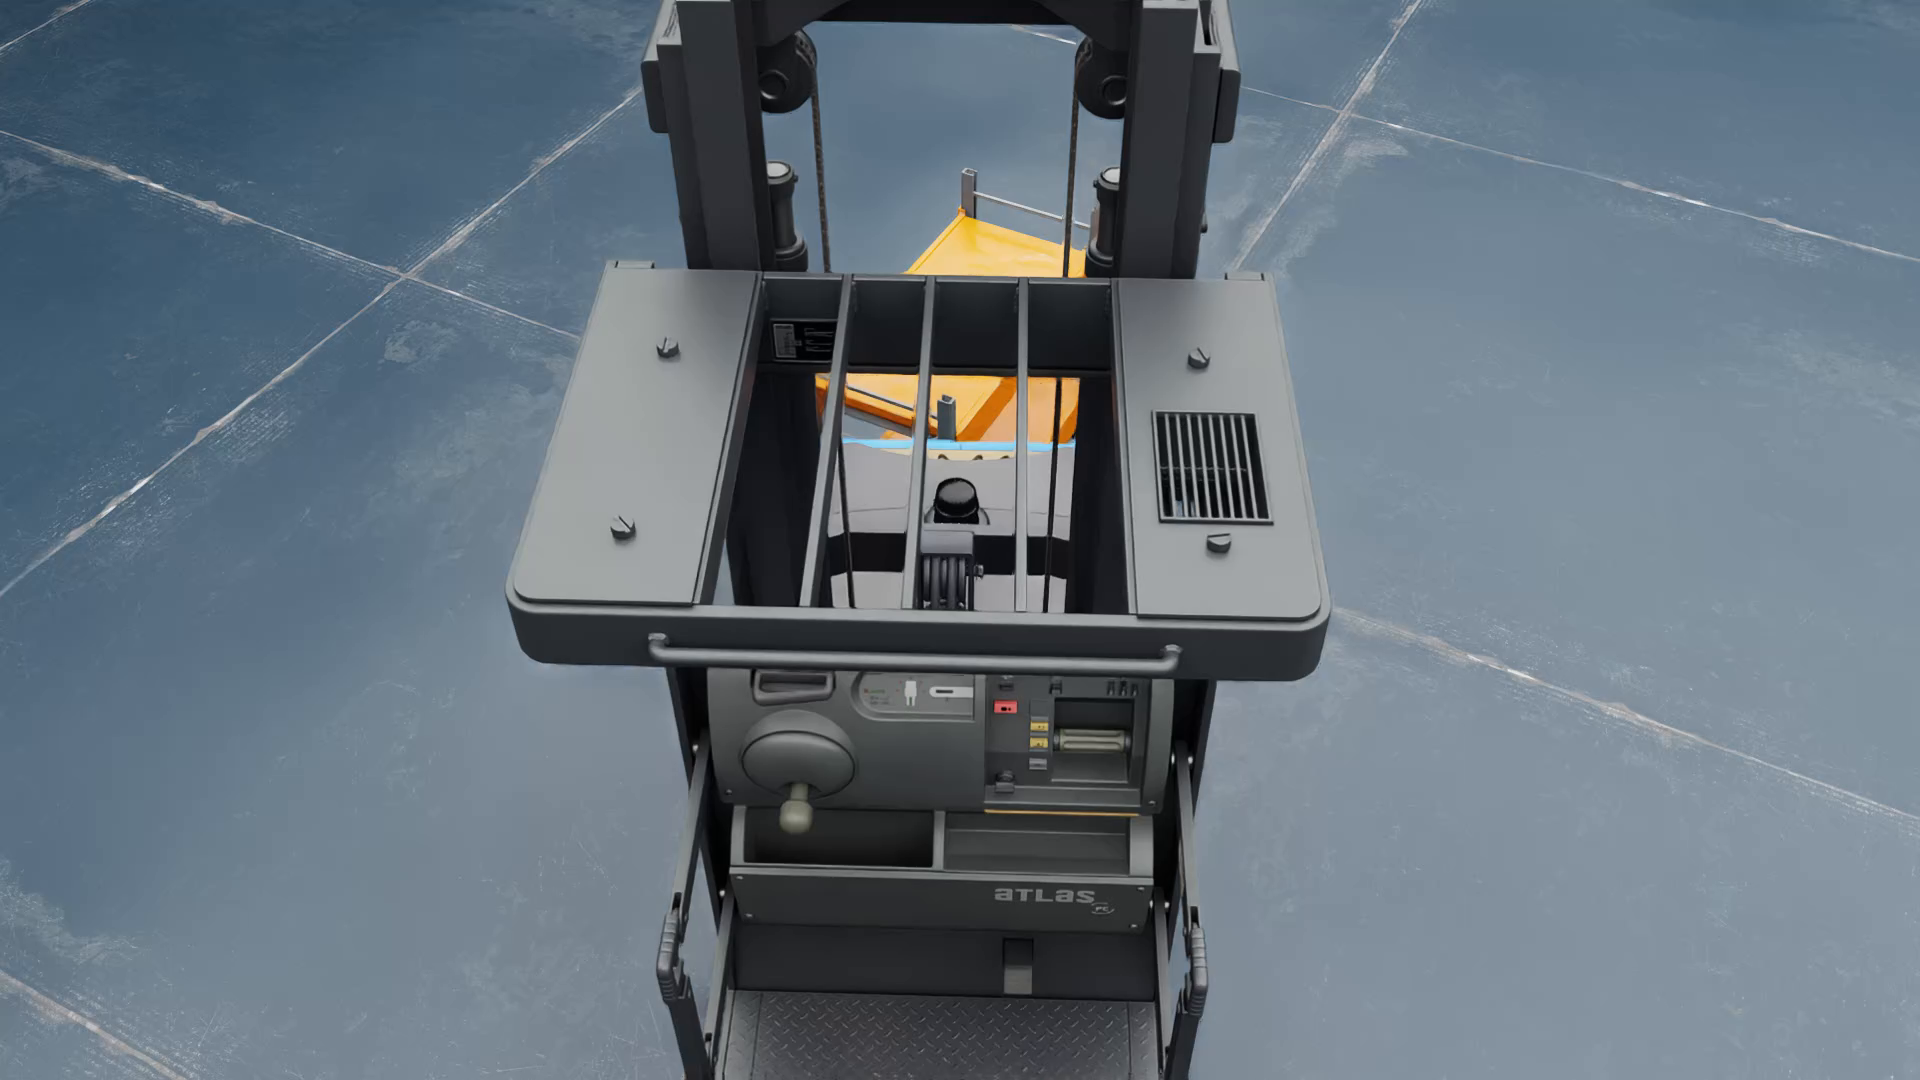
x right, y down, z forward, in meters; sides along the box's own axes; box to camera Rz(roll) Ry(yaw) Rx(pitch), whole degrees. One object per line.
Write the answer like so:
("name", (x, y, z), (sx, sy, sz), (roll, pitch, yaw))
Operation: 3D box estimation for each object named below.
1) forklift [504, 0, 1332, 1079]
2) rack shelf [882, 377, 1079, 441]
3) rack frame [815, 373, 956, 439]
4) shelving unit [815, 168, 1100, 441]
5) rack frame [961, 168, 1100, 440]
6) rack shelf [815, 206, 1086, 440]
("forklift", (-0.044, 0.497, 3.198), (1.130, 2.935, 3.031), (1, 45, 1))
("rack shelf", (-0.003, -0.219, 5.520), (0.538, 0.278, 1.000), (20, 49, 19))
("rack frame", (-0.239, -0.071, 5.029), (0.500, 1.125, 0.032), (20, 49, 19))
("shelving unit", (-0.003, -0.391, 5.346), (0.538, 1.125, 1.048), (20, 49, 19))
("rack frame", (0.233, -0.711, 5.662), (0.500, 1.125, 0.032), (20, 49, 19))
("rack shelf", (-0.003, -0.597, 5.138), (0.538, 0.278, 1.000), (20, 49, 19))
